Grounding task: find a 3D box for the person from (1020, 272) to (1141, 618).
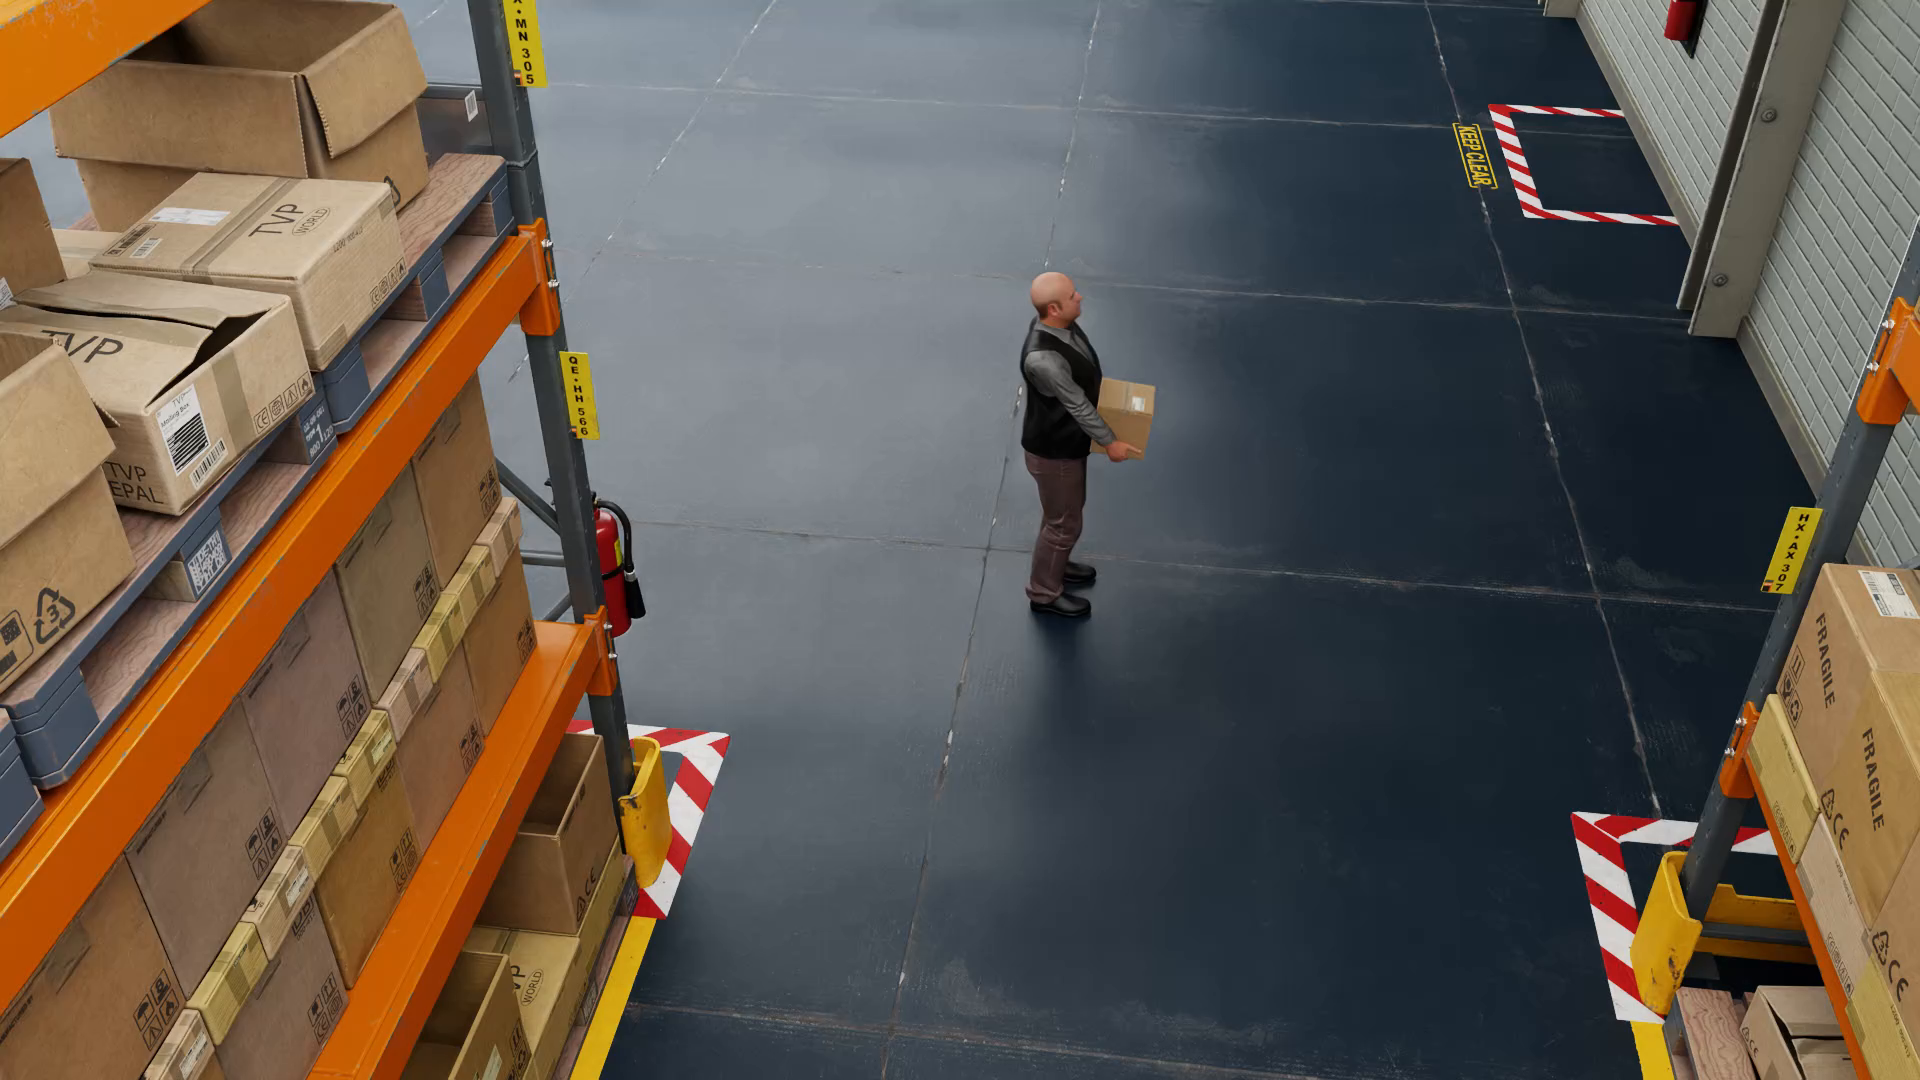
[{"bbox_3d":[0.558,-0.442,7.681,0.560,1.711,0.494,5,36,7],"label":"person"}]
